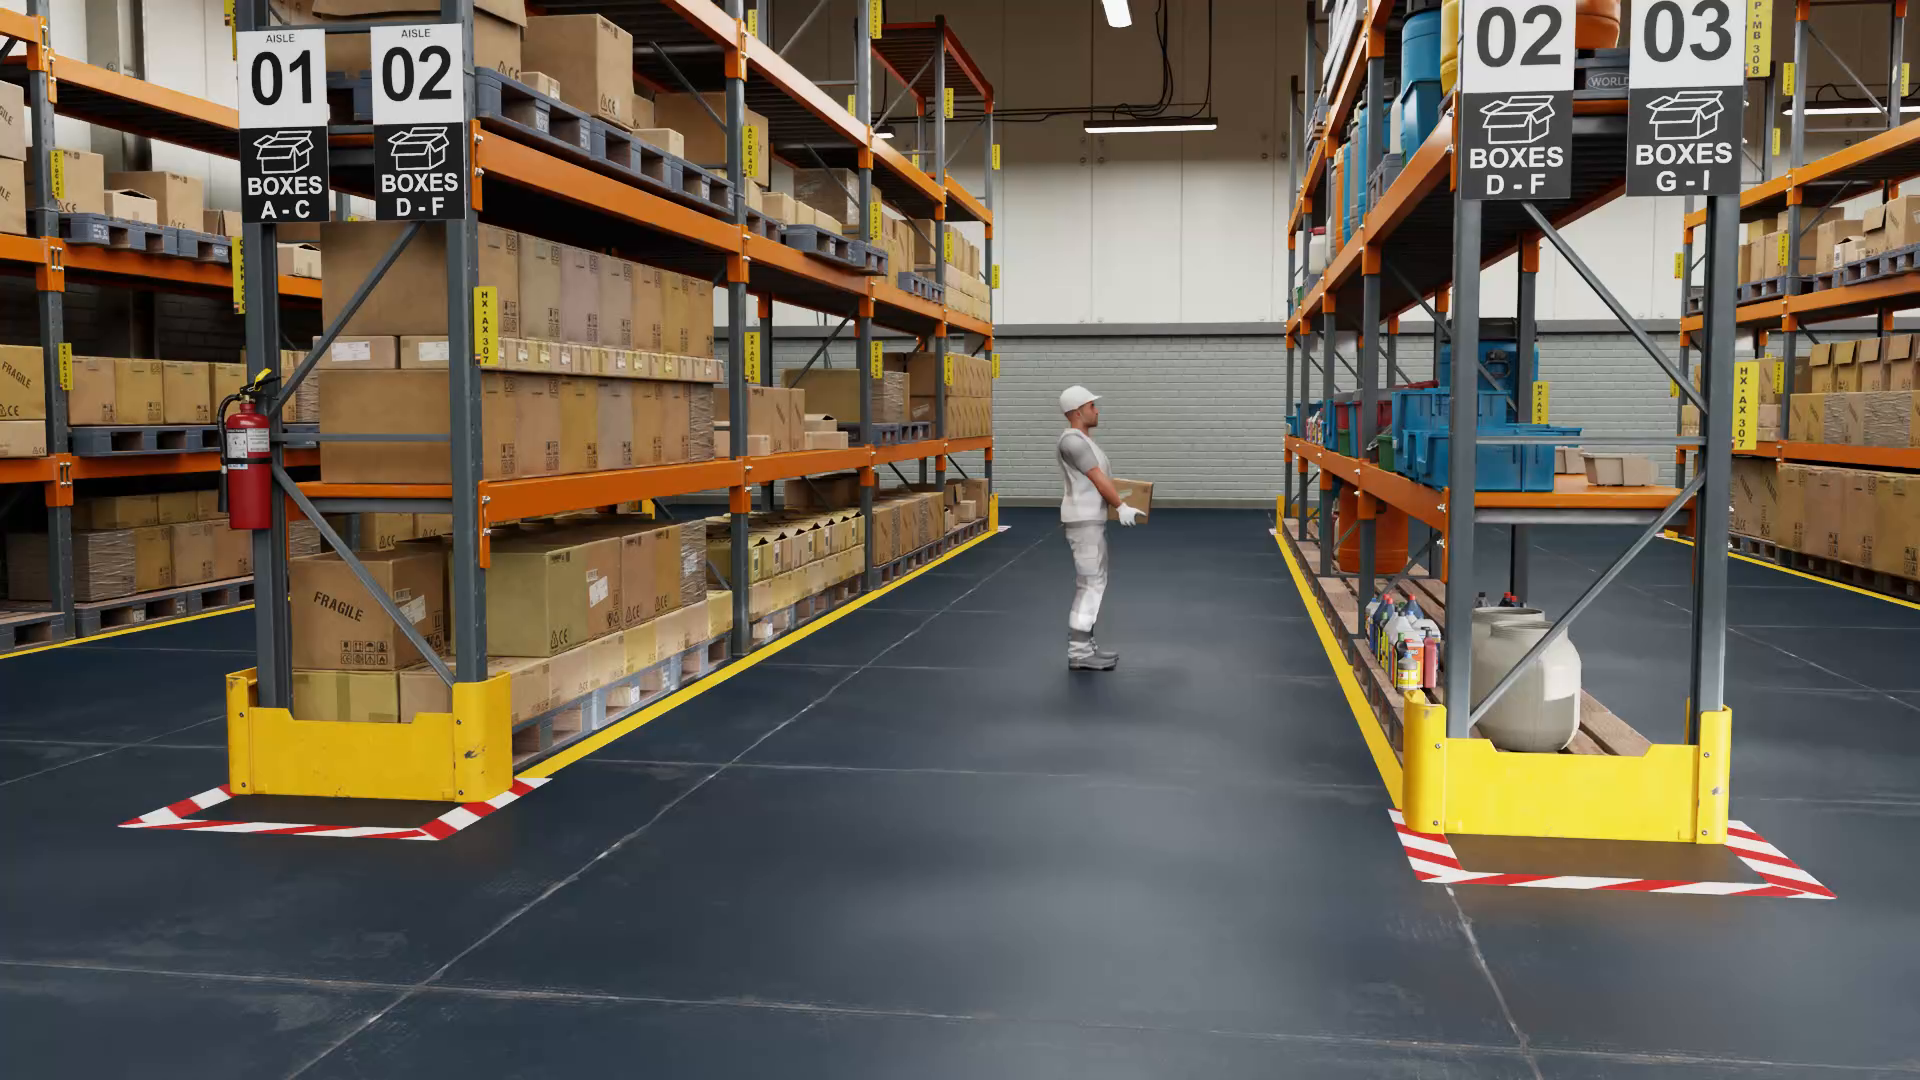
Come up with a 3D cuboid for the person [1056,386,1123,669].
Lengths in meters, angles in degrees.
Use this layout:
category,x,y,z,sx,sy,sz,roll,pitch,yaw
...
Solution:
category,x,y,z,sx,sy,sz,roll,pitch,yaw
person,0.851,-0.085,10.574,0.460,1.782,0.493,1,4,9
